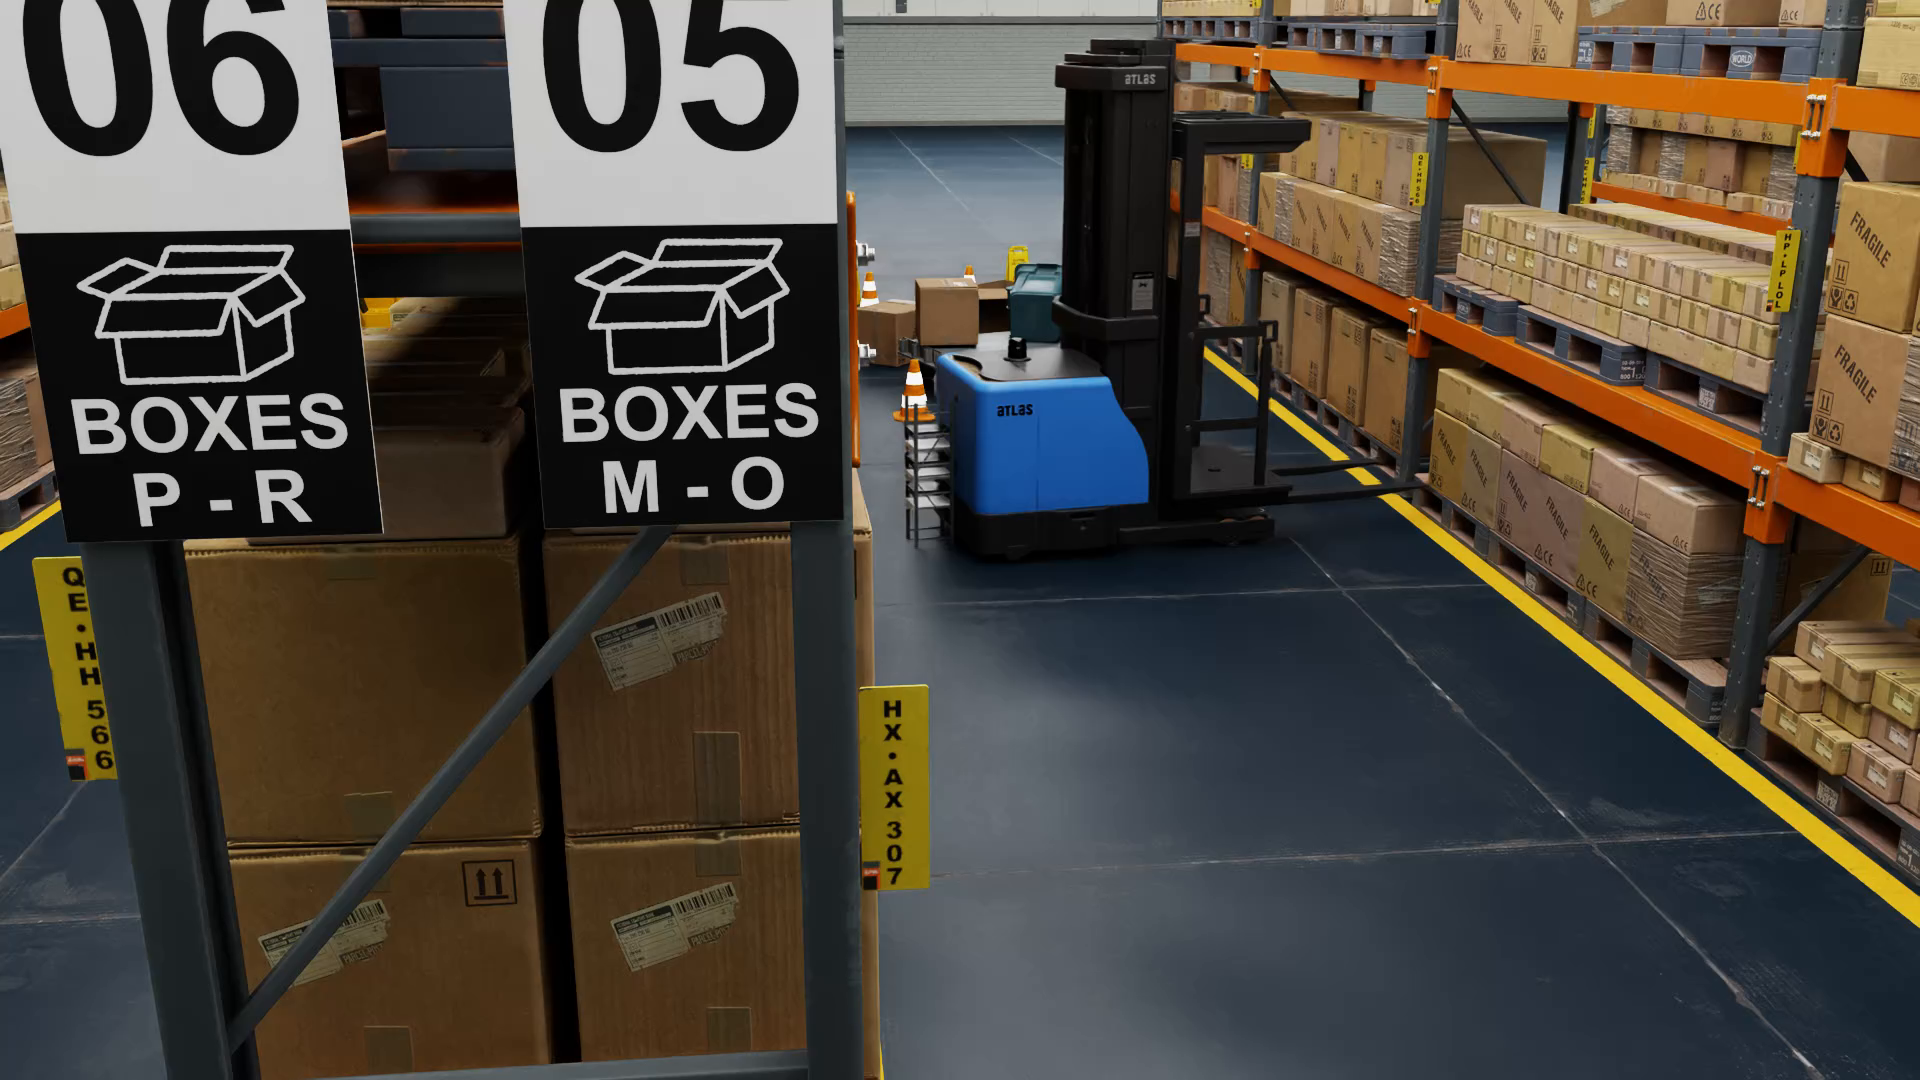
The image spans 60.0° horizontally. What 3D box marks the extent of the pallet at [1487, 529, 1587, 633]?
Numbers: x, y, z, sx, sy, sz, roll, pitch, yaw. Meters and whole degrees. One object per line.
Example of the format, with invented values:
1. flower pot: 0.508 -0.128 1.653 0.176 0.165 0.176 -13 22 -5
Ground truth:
1. pallet: 3.642 0.190 9.218 1.003 0.211 1.213 -2 18 -6

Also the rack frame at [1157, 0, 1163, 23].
1. rack frame: 2.615 -6.981 17.390 1.000 3.000 0.127 -2 18 -6

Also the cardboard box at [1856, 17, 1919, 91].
1. cardboard box: 3.638 -1.757 6.009 0.500 0.250 0.500 -1 17 -3

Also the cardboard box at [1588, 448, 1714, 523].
1. cardboard box: 3.485 -0.277 8.271 0.500 0.250 0.500 -1 17 -3

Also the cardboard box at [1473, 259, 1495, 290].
1. cardboard box: 3.313 -1.596 9.973 0.380 0.149 0.250 -1 17 -3

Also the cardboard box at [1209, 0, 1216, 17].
1. cardboard box: 2.539 -4.965 15.526 0.380 0.149 0.250 -2 18 -6

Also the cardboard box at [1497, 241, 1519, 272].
1. cardboard box: 3.351 -1.647 9.639 0.380 0.149 0.250 -2 18 -7

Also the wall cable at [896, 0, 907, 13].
1. wall cable: -0.698 -18.176 47.372 2.305 6.003 0.169 -2 18 -6

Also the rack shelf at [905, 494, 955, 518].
1. rack shelf: -0.184 -0.205 10.039 0.258 0.077 0.200 -5 18 -16

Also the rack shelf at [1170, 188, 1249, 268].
1. rack shelf: 2.822 -3.180 16.499 1.077 0.370 4.000 -2 18 -6

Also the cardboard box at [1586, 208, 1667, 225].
1. cardboard box: 3.971 -1.893 9.924 0.380 0.149 0.250 -2 18 -6

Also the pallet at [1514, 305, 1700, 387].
1. pallet: 3.685 -1.055 8.851 1.003 0.211 1.213 -2 18 -6

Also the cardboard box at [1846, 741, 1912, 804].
1. cardboard box: 3.676 0.886 6.405 0.380 0.149 0.250 -2 18 -6

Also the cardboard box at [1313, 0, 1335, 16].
1. cardboard box: 2.914 -4.061 12.648 0.380 0.149 0.250 -2 18 -6

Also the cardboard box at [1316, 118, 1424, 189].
1. cardboard box: 3.192 -3.000 12.890 0.700 0.500 0.500 -2 18 -5

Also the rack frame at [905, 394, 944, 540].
1. rack frame: -0.213 -0.437 10.068 0.240 0.900 0.006 -5 18 -16

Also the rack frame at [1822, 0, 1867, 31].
1. rack frame: 3.853 -3.406 6.003 1.000 3.000 0.127 -2 18 -6

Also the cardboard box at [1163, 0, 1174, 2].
1. cardboard box: 2.410 -5.717 17.257 0.500 0.250 0.500 -2 18 -6

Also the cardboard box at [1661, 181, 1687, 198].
1. cardboard box: 7.410 -3.580 16.992 0.380 0.149 0.250 -2 18 -6

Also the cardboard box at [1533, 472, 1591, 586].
1. cardboard box: 3.425 -0.070 8.864 0.500 0.500 0.500 -2 18 -7

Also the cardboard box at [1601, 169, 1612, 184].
1. cardboard box: 7.351 -4.030 18.425 0.380 0.149 0.250 -2 18 -6

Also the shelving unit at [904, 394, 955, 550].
1. shelving unit: -0.184 -0.408 9.975 0.258 0.900 0.210 -5 18 -16

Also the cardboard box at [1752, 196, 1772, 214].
1. cardboard box: 7.675 -3.137 15.579 0.380 0.149 0.250 -2 18 -6

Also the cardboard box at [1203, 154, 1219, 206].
1. cardboard box: 2.806 -3.591 16.356 0.875 0.550 0.500 -2 18 -6

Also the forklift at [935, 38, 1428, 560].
1. forklift: 1.417 -1.507 10.085 3.031 2.935 1.130 -5 18 -15

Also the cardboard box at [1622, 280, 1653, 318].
1. cardboard box: 3.506 -1.190 8.181 0.380 0.149 0.250 -3 18 -8

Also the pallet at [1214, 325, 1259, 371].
1. pallet: 3.027 -1.826 15.640 1.003 0.211 1.213 -2 18 -6

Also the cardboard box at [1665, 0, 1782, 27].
1. cardboard box: 3.824 -2.689 7.852 0.797 0.503 0.637 -2 18 -6

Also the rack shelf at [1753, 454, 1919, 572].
1. rack shelf: 4.059 0.395 5.111 1.077 0.370 4.000 -2 18 -6

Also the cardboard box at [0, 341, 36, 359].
1. cardboard box: -6.605 -1.047 11.766 0.875 0.625 0.625 -3 18 -8

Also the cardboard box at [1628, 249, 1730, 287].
1. cardboard box: 3.515 -1.330 8.131 0.380 0.149 0.250 -2 18 -7

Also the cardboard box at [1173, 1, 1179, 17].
1. cardboard box: 2.384 -5.416 16.963 0.380 0.149 0.250 -2 18 -5

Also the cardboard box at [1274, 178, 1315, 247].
1. cardboard box: 2.867 -2.659 13.473 0.500 0.500 0.500 -2 18 -5

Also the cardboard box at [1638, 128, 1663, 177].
1. cardboard box: 7.760 -4.122 17.634 0.875 0.500 0.500 -2 18 -6

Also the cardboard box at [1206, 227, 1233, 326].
1. cardboard box: 2.936 -2.572 16.207 0.875 0.875 0.875 -2 18 -5

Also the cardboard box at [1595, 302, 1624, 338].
1. cardboard box: 3.478 -1.124 8.469 0.380 0.149 0.250 -1 17 -3

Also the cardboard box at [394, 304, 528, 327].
1. cardboard box: -0.986 -0.409 3.554 0.380 0.149 0.250 -2 18 -6

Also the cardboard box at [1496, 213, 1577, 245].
1. cardboard box: 3.347 -1.803 9.637 0.380 0.149 0.250 -2 18 -6

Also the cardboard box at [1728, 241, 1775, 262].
1. cardboard box: 4.135 -1.425 8.433 0.380 0.149 0.250 -1 17 -4

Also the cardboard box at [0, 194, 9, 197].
1. cardboard box: -6.326 -2.166 10.818 0.380 0.149 0.250 -2 17 -5

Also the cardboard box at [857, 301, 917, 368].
1. cardboard box: -0.642 -1.914 15.435 0.500 0.500 0.500 11 21 32

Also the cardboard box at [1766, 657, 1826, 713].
1. cardboard box: 3.572 0.592 6.845 0.380 0.149 0.250 -1 17 -3

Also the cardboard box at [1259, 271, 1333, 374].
1. cardboard box: 3.181 -1.872 14.187 1.050 0.750 0.750 -2 18 -6

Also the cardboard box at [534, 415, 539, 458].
1. cardboard box: -1.017 0.015 3.285 0.500 0.500 0.500 -2 18 -5

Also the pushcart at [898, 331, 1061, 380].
1. pushcart: 0.377 -1.578 14.575 1.648 0.377 0.936 -8 19 -25

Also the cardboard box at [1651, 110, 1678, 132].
1. cardboard box: 7.442 -4.438 16.974 0.500 0.500 0.500 -2 18 -6

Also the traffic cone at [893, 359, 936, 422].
1. traffic cone: -0.365 -1.208 13.251 0.336 0.463 0.334 -2 18 -6

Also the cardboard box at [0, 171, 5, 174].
1. cardboard box: -6.999 -2.680 12.454 0.380 0.149 0.250 -2 18 -6

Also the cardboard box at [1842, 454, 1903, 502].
1. cardboard box: 3.657 -0.255 6.400 0.380 0.149 0.250 -1 17 -4

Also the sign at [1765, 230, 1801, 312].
1. sign: 3.301 -1.078 6.670 0.100 0.325 0.005 -2 18 -6

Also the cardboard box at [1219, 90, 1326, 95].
1. cardboard box: 2.933 -3.950 15.699 0.875 0.550 0.550 -2 18 -6
